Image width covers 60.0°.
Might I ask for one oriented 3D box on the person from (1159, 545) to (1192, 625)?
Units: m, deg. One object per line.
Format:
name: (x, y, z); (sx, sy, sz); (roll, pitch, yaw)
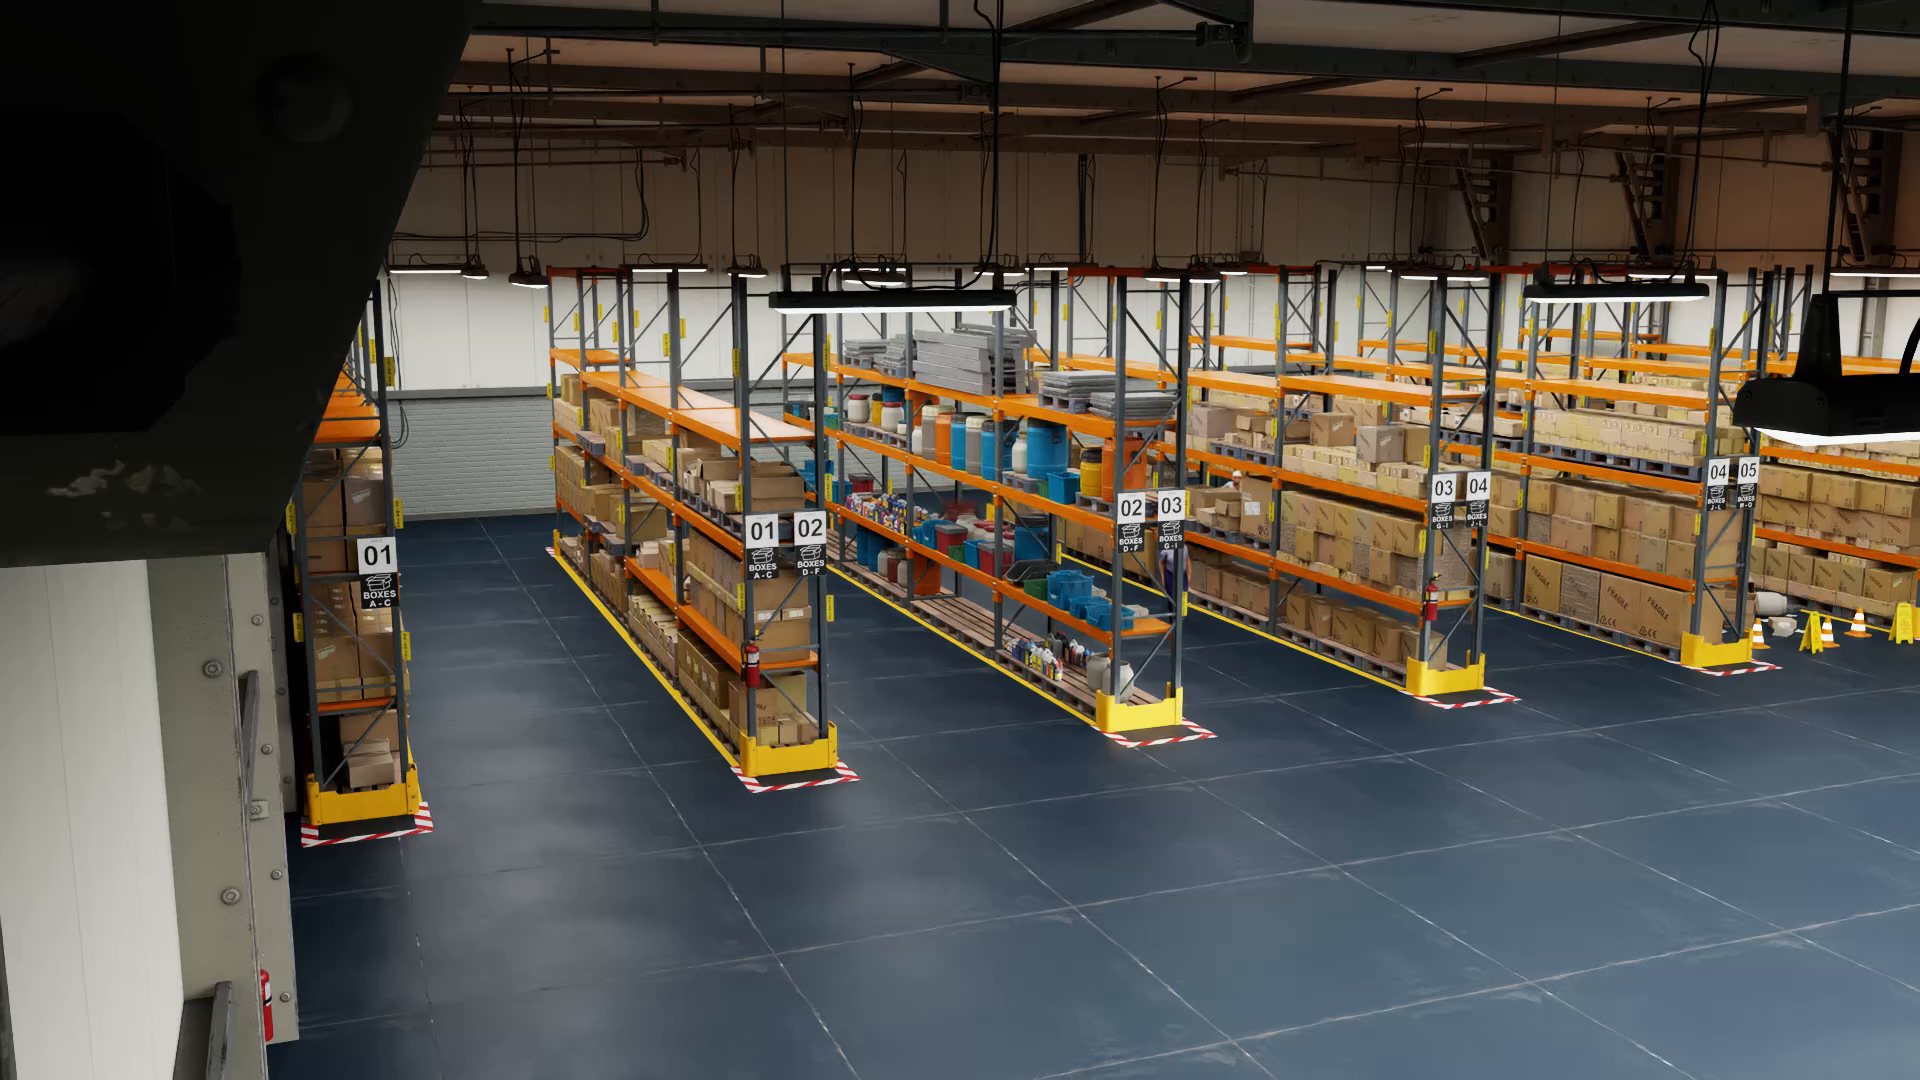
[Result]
person: (3.660, 0.633, 28.379); (0.553, 1.630, 0.501); (-2, 10, -9)

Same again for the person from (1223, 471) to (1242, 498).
person: (5.924, -0.680, 35.733); (0.695, 1.680, 0.658); (-2, 10, -13)
